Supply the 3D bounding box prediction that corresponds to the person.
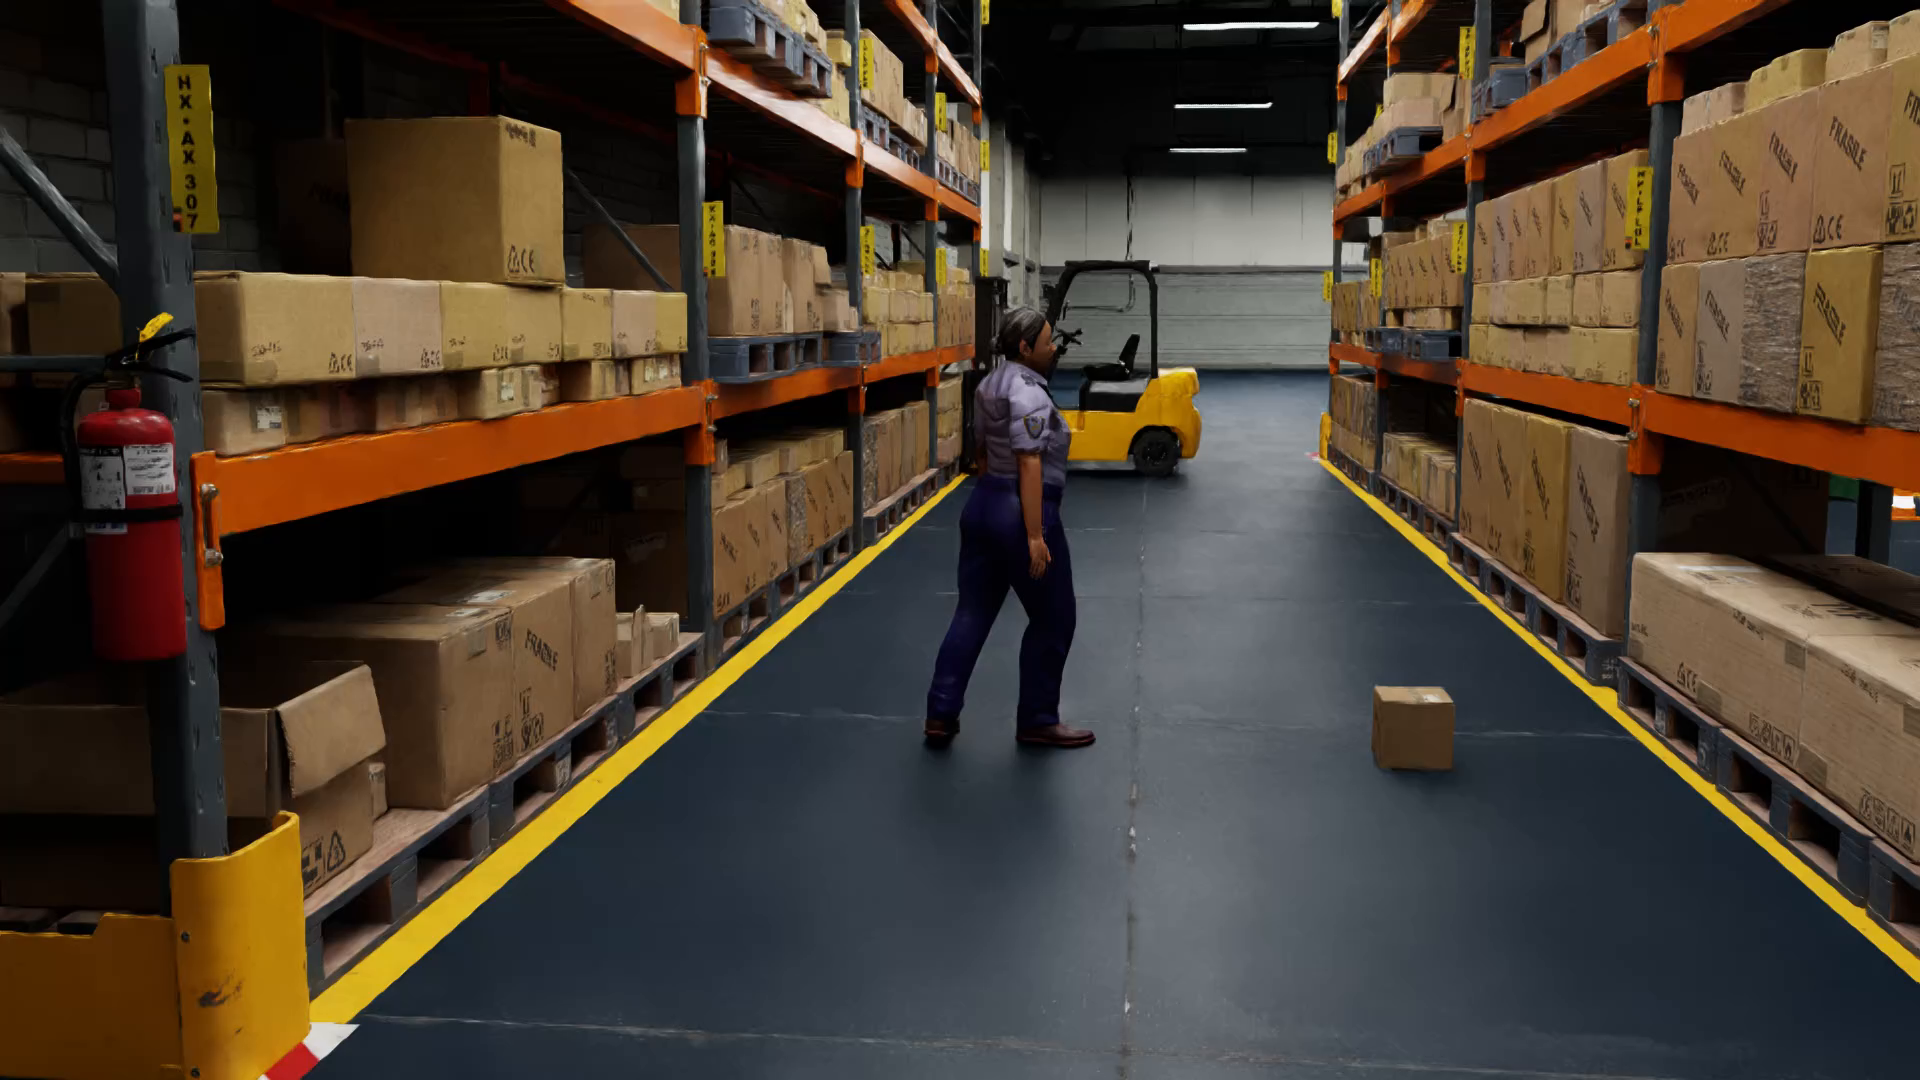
[{"bbox_3d":[0.178,-0.041,6.188,0.605,1.637,0.584,-4,9,-27],"label":"person"}]
